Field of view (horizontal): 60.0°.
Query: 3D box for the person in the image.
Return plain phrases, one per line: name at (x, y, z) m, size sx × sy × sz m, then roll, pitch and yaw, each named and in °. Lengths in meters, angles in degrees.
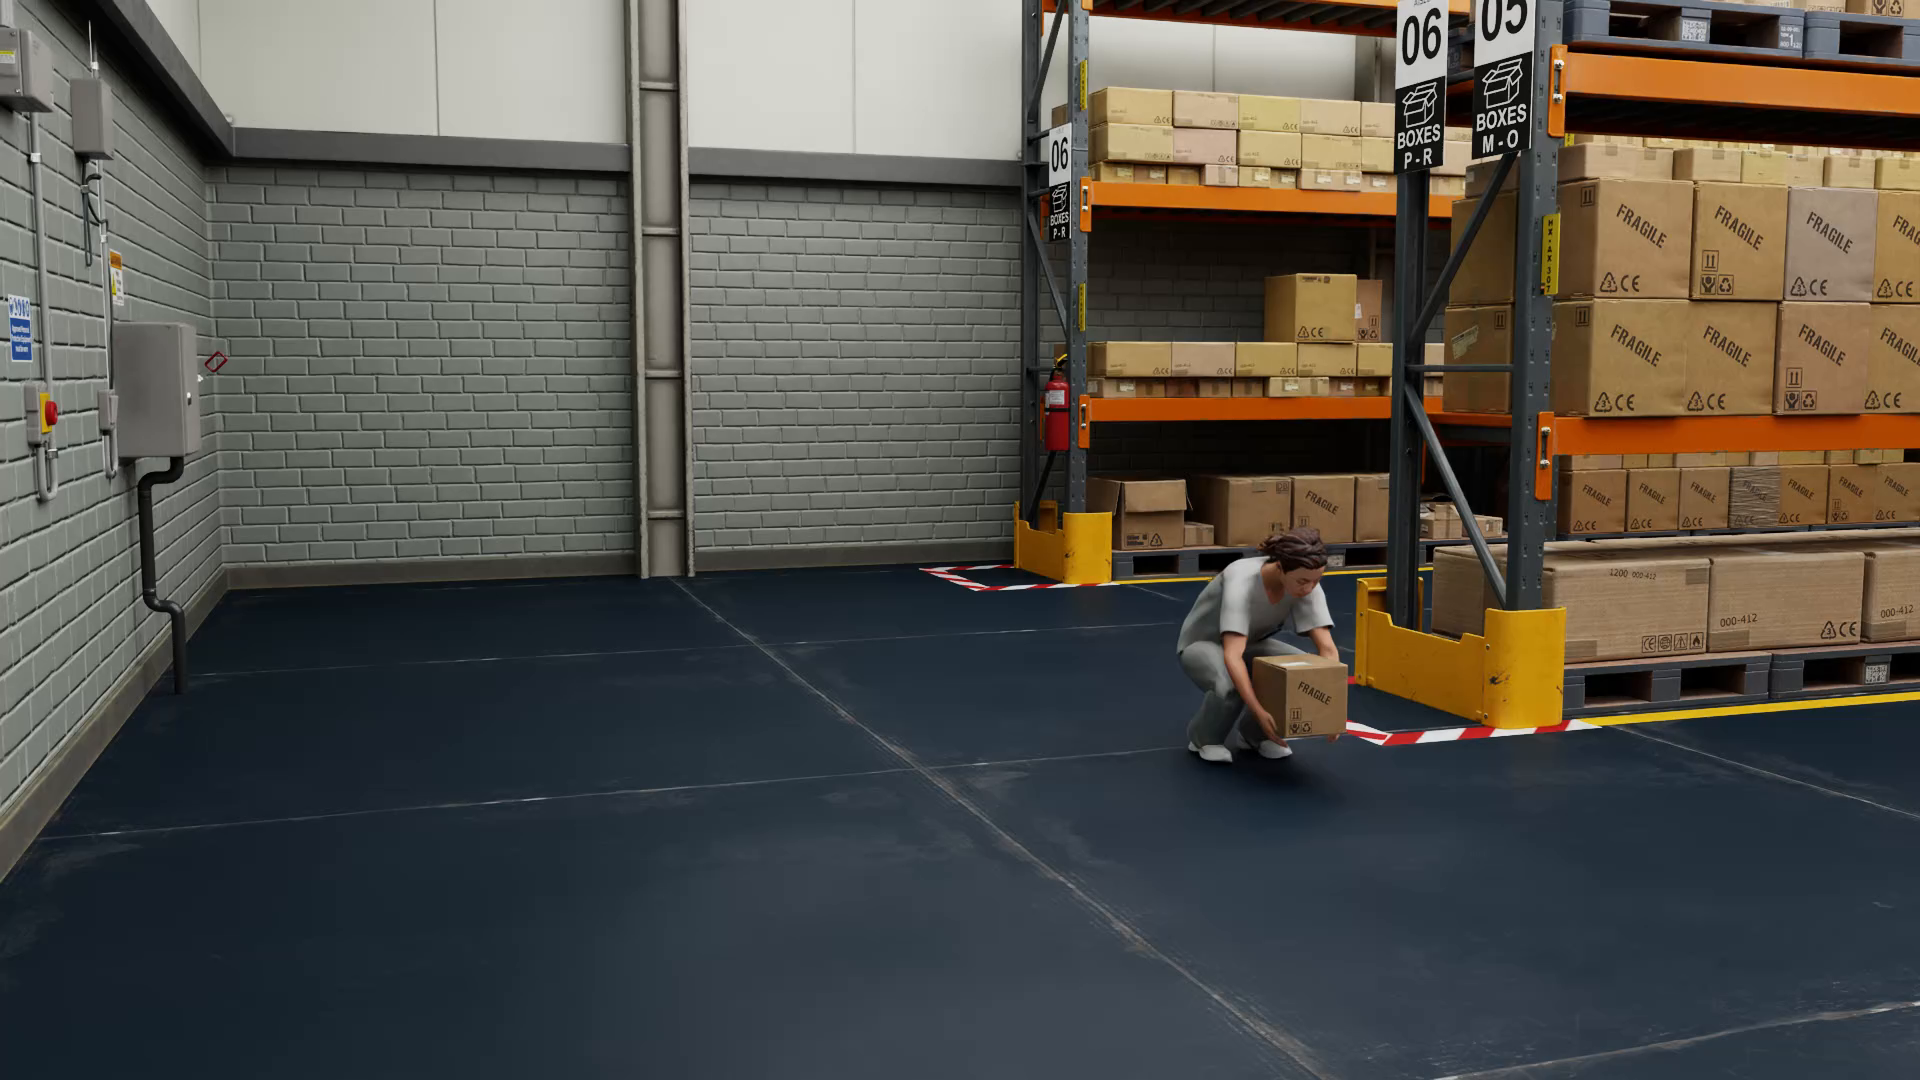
person at (1.143, 0.396, 6.345) m, size 0.490 × 0.932 × 0.801 m, roll -2°, pitch 6°, yaw -19°
